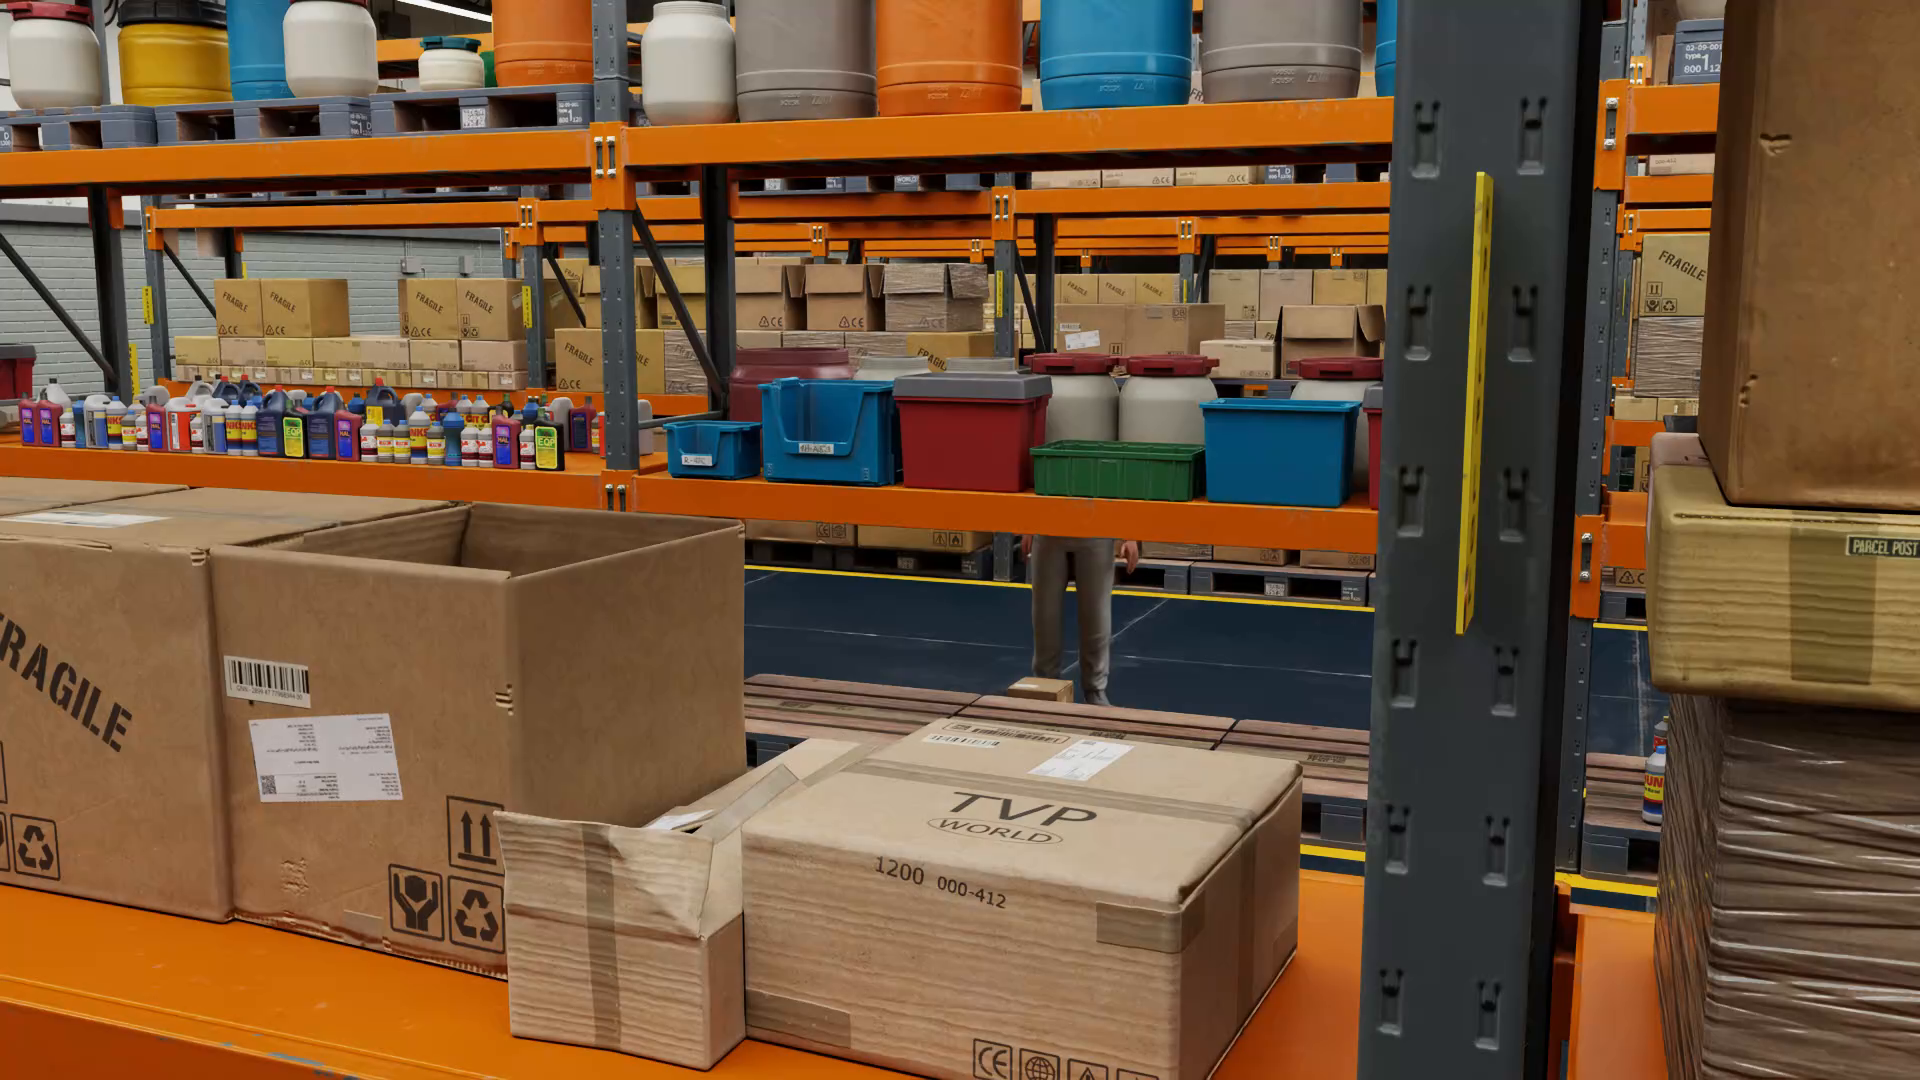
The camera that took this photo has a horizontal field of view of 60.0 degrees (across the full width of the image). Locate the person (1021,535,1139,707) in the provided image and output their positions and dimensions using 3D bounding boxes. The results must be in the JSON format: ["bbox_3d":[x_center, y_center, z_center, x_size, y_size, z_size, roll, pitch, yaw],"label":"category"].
[{"bbox_3d":[0.581,0.005,8.276,0.618,1.775,0.443,2,9,14],"label":"person"}]
